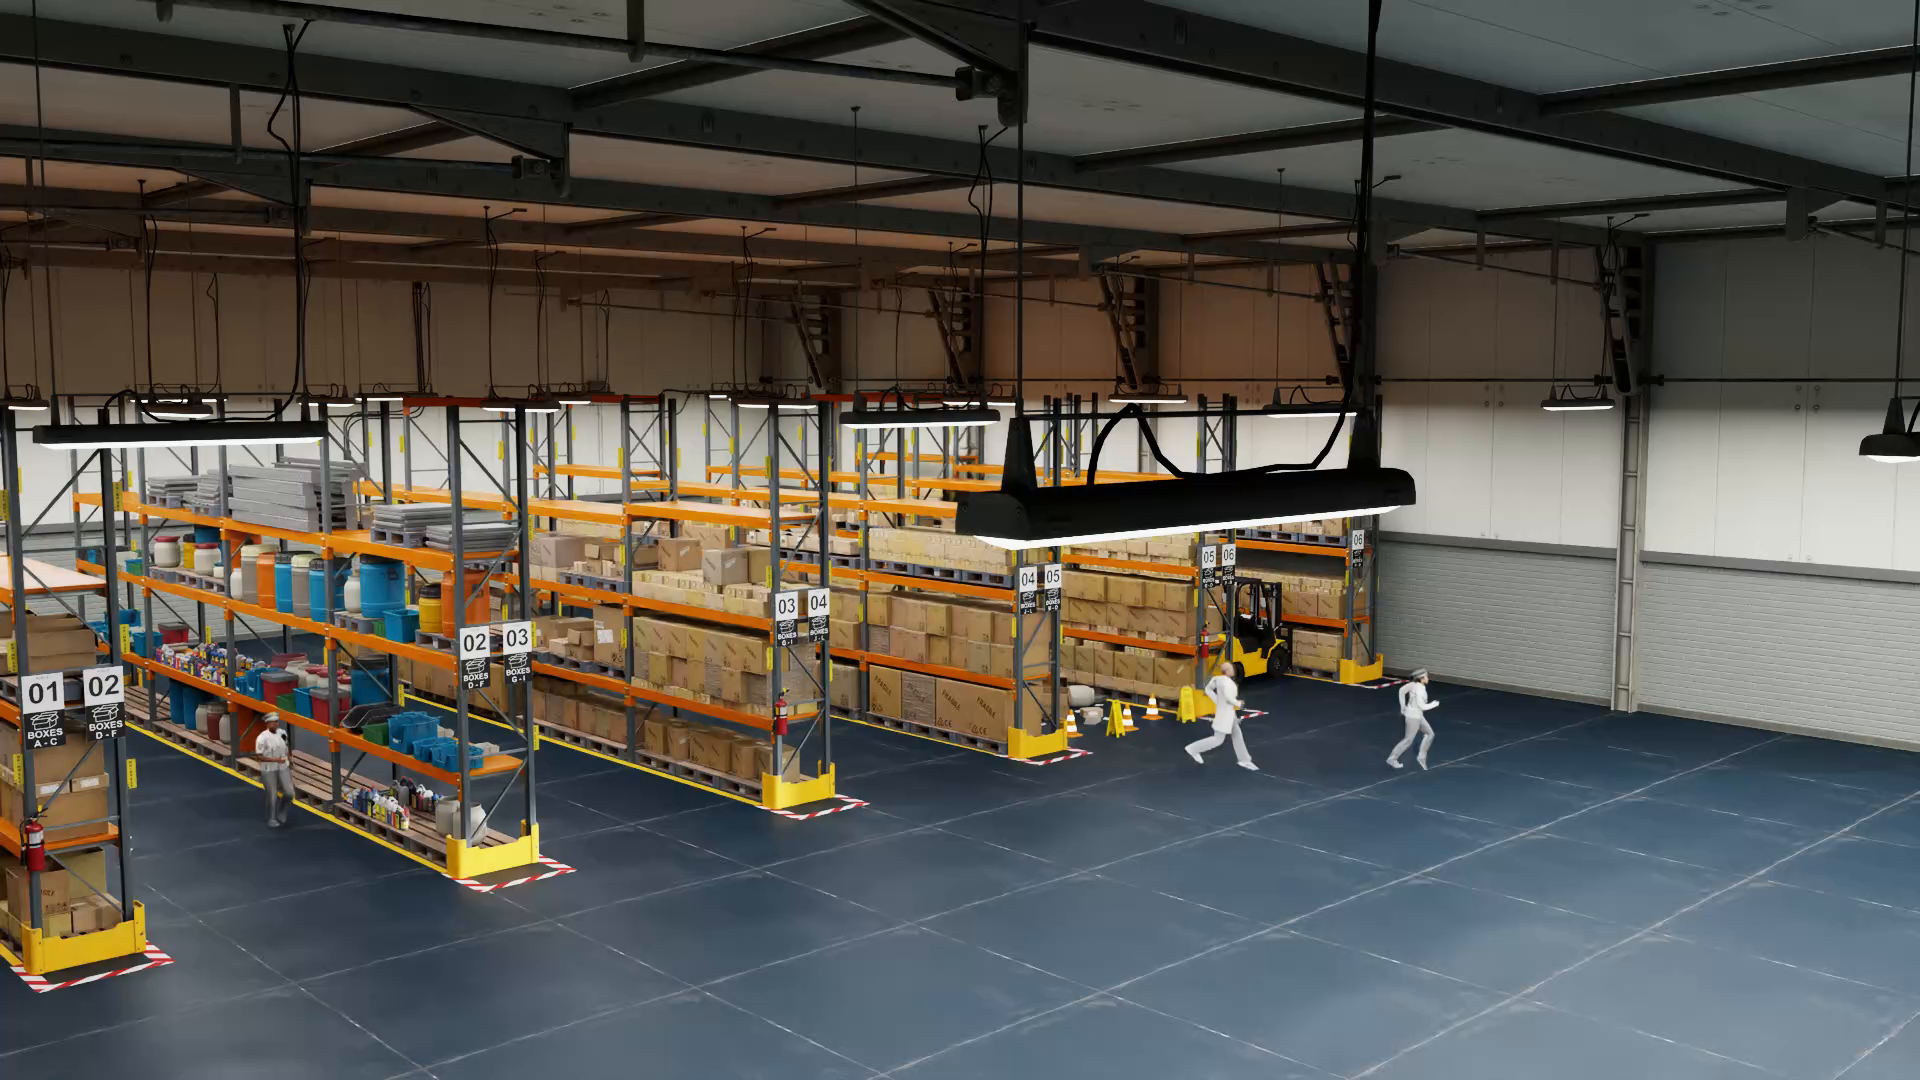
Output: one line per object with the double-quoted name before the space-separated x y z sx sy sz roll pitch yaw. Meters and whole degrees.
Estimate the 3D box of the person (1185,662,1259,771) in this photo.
"person" 4.245 2.867 26.823 1.223 1.792 0.673 0 6 1

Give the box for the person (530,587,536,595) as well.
"person" -10.554 1.524 40.756 1.019 1.720 0.723 -4 7 -37

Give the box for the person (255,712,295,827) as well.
"person" -9.615 3.231 23.419 0.546 1.661 0.608 -5 8 -44

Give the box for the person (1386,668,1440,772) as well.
"person" 7.316 2.901 26.858 0.807 1.704 0.622 1 6 8
